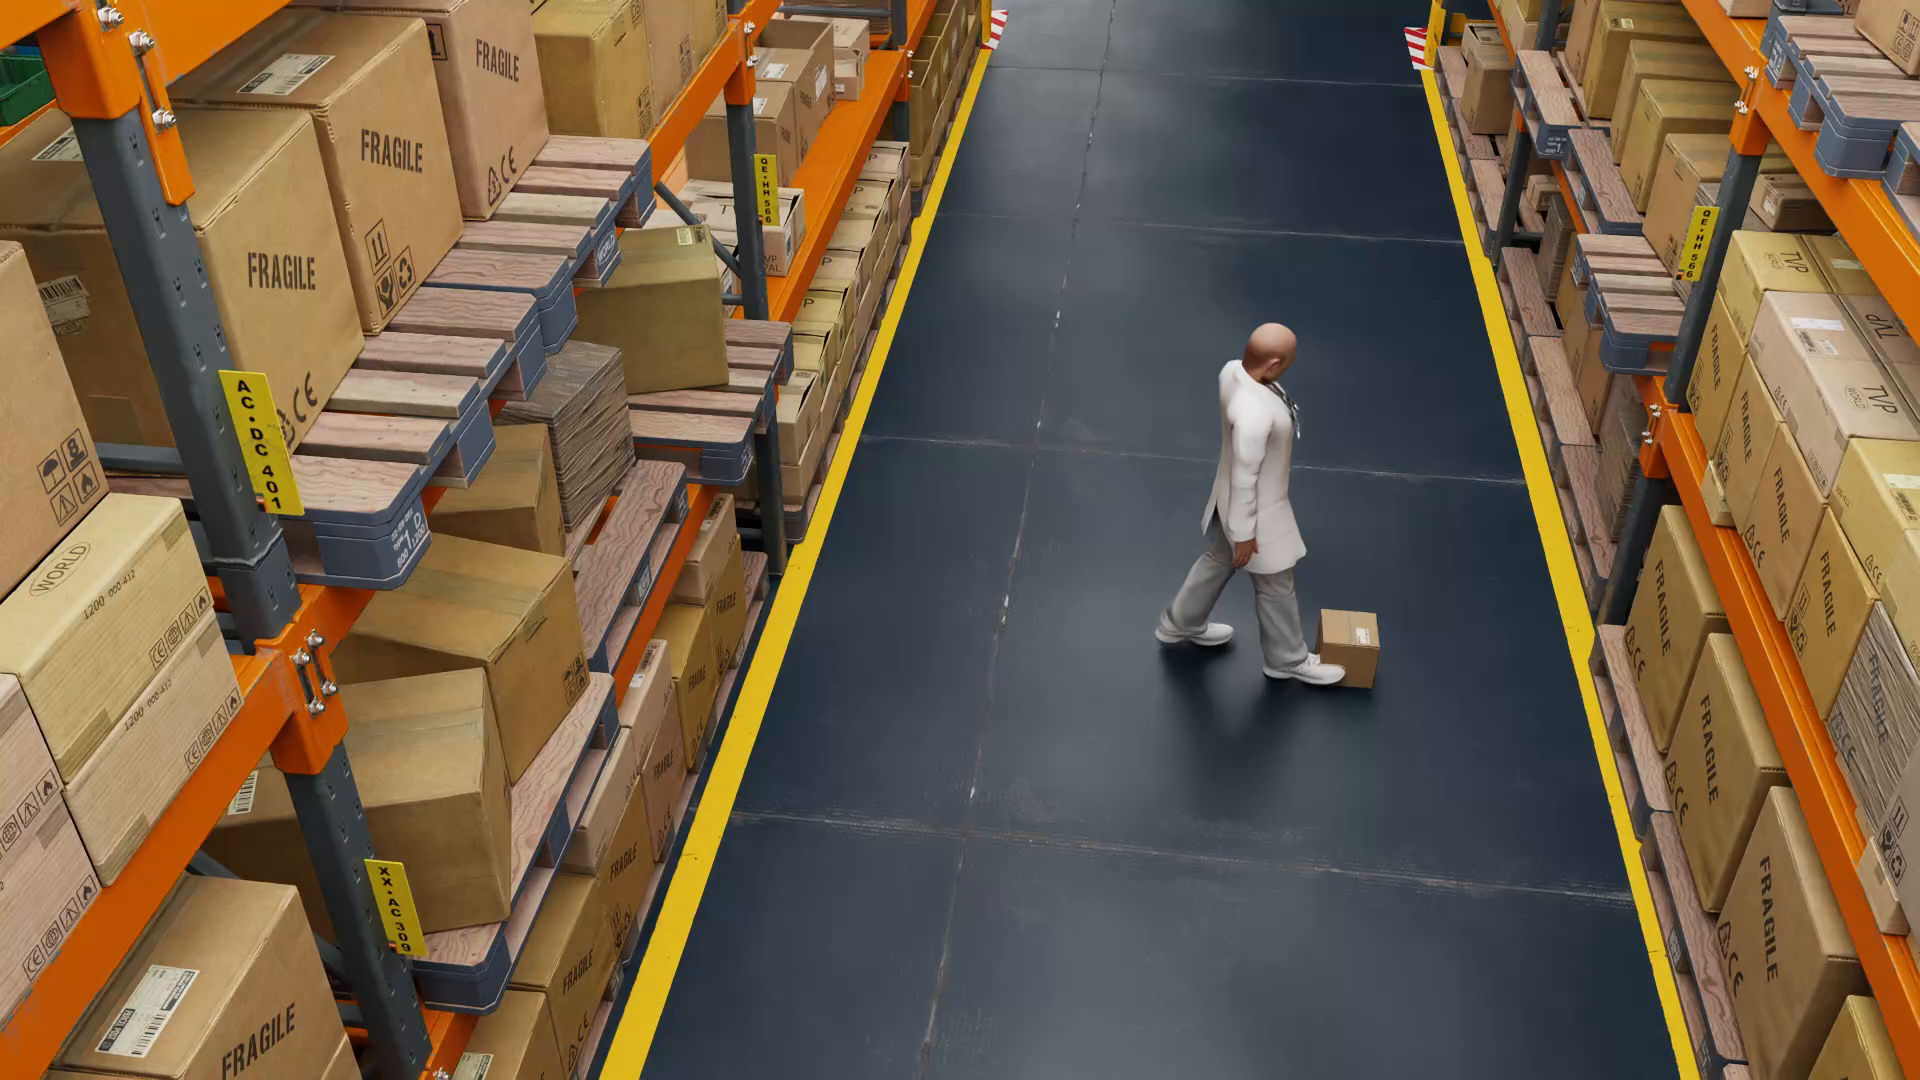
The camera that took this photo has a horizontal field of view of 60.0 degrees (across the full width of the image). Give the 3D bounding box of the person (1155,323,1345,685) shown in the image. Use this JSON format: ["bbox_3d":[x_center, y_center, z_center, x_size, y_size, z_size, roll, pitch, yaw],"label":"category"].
[{"bbox_3d":[1.336,-0.167,7.277,0.840,1.749,0.635,0,36,0],"label":"person"}]
